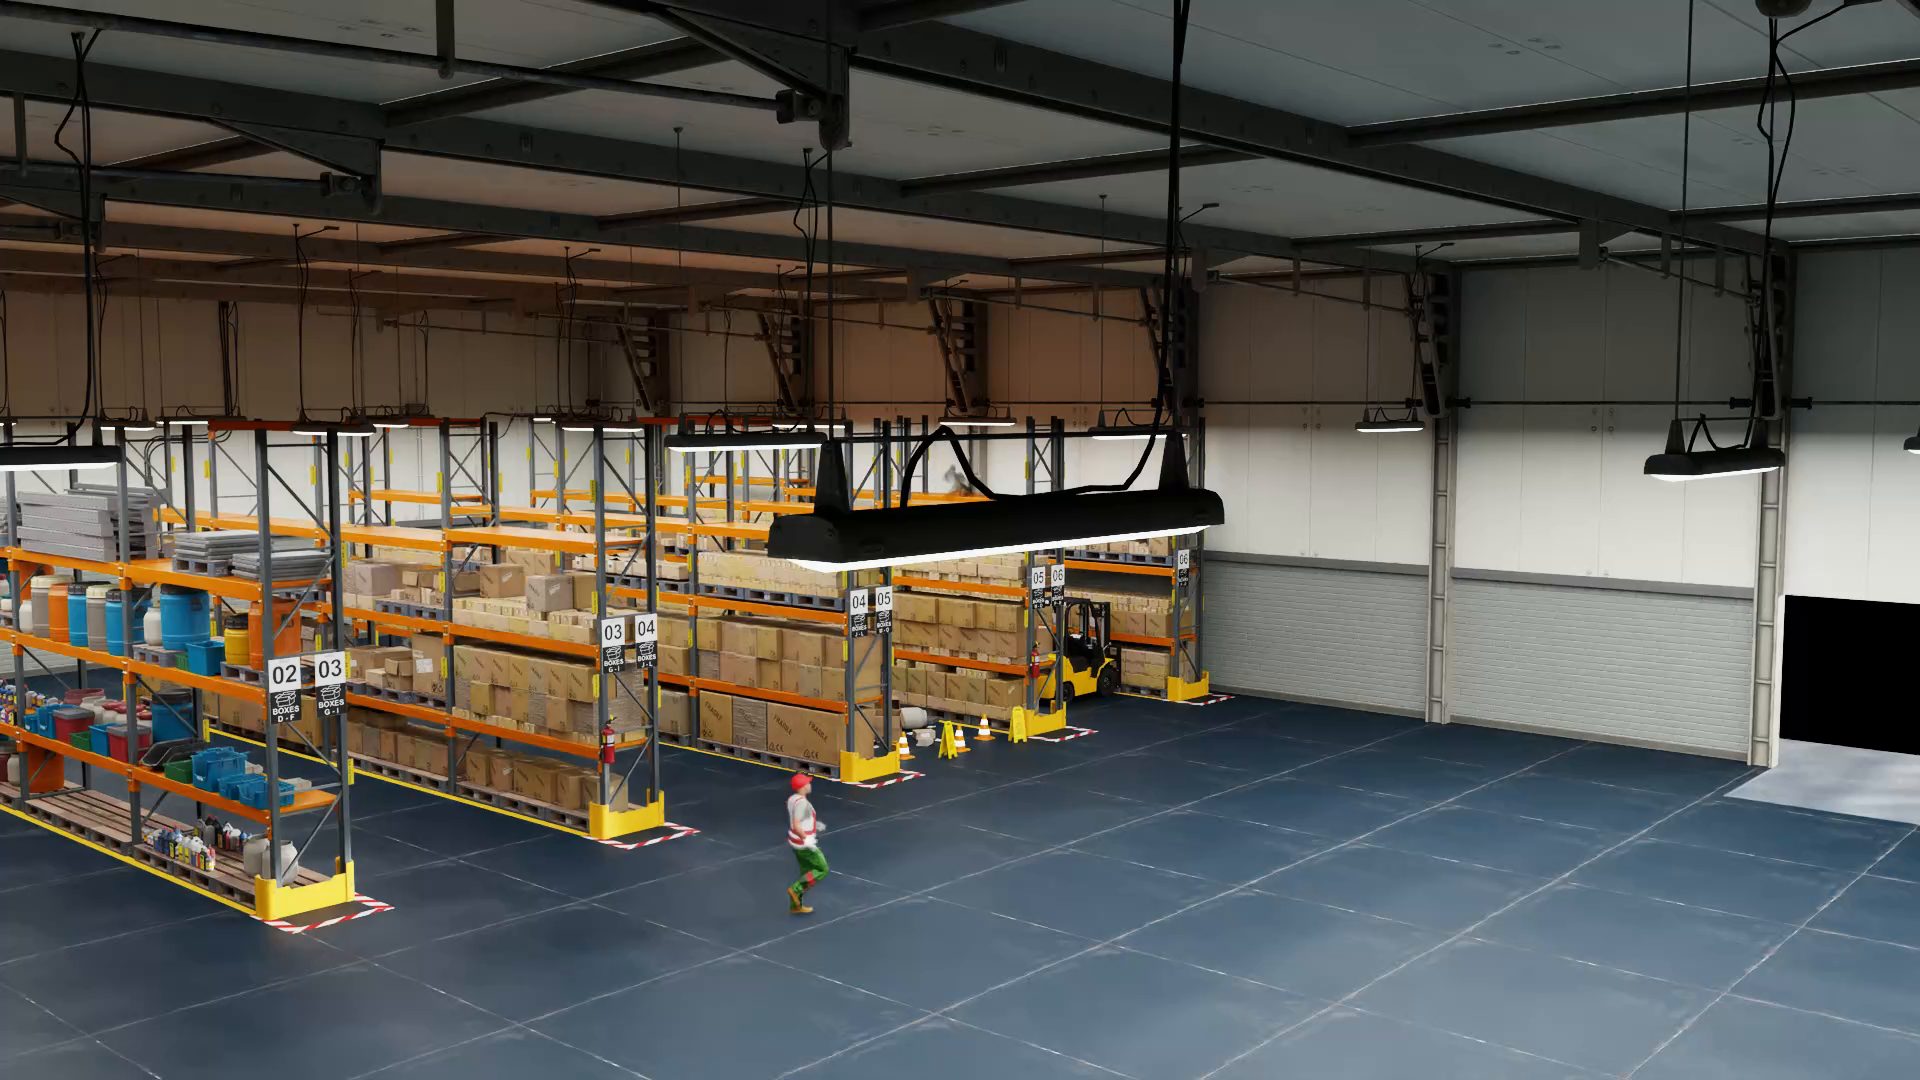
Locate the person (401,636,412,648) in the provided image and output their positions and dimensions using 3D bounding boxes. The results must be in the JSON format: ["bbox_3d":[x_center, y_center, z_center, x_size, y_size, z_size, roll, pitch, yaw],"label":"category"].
[{"bbox_3d":[-13.679,2.042,41.346,0.705,1.752,0.772,3,5,30],"label":"person"}]

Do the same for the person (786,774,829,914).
[{"bbox_3d":[-1.902,3.749,20.577,0.586,1.742,0.653,-2,5,-24],"label":"person"}]
